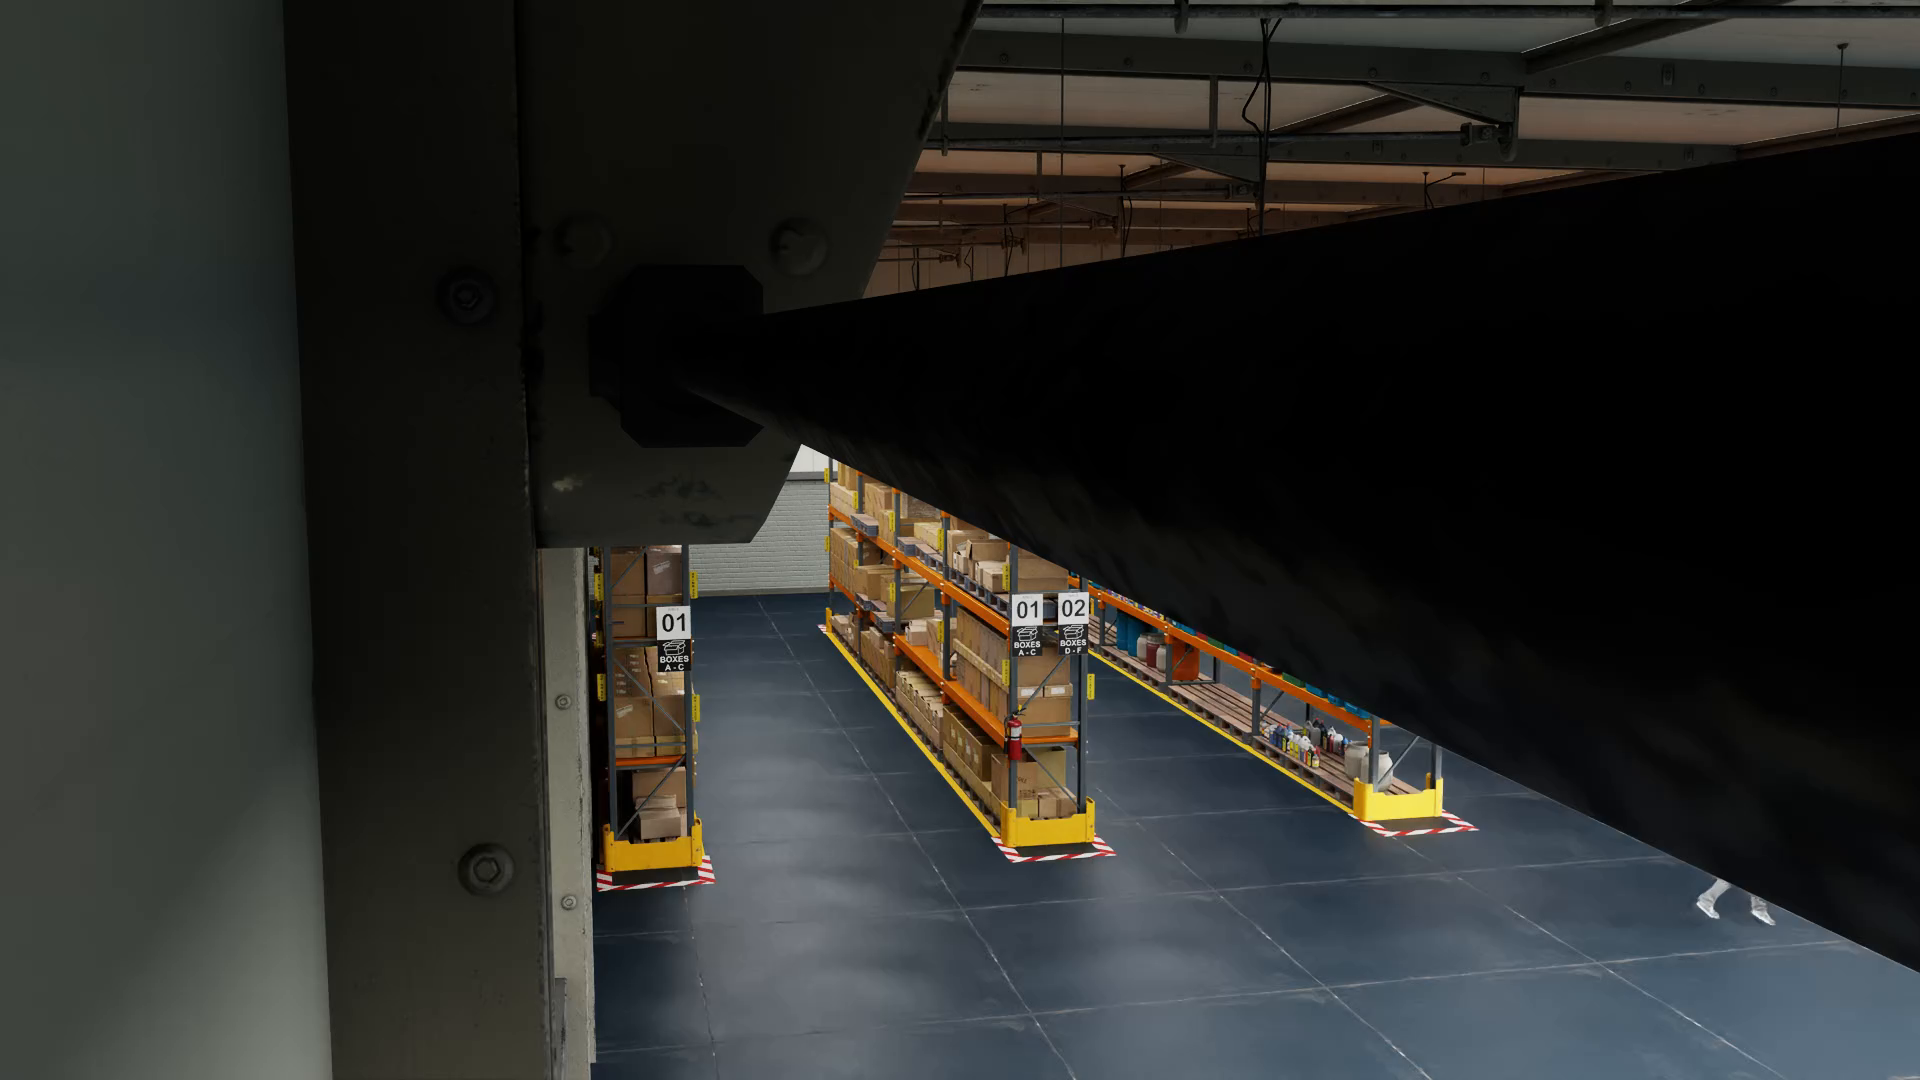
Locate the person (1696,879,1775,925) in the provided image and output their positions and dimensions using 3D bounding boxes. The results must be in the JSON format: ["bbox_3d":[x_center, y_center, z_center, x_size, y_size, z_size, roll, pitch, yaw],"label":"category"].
[{"bbox_3d":[8.496,3.394,18.123,0.845,1.628,0.548,2,7,15],"label":"person"}]
